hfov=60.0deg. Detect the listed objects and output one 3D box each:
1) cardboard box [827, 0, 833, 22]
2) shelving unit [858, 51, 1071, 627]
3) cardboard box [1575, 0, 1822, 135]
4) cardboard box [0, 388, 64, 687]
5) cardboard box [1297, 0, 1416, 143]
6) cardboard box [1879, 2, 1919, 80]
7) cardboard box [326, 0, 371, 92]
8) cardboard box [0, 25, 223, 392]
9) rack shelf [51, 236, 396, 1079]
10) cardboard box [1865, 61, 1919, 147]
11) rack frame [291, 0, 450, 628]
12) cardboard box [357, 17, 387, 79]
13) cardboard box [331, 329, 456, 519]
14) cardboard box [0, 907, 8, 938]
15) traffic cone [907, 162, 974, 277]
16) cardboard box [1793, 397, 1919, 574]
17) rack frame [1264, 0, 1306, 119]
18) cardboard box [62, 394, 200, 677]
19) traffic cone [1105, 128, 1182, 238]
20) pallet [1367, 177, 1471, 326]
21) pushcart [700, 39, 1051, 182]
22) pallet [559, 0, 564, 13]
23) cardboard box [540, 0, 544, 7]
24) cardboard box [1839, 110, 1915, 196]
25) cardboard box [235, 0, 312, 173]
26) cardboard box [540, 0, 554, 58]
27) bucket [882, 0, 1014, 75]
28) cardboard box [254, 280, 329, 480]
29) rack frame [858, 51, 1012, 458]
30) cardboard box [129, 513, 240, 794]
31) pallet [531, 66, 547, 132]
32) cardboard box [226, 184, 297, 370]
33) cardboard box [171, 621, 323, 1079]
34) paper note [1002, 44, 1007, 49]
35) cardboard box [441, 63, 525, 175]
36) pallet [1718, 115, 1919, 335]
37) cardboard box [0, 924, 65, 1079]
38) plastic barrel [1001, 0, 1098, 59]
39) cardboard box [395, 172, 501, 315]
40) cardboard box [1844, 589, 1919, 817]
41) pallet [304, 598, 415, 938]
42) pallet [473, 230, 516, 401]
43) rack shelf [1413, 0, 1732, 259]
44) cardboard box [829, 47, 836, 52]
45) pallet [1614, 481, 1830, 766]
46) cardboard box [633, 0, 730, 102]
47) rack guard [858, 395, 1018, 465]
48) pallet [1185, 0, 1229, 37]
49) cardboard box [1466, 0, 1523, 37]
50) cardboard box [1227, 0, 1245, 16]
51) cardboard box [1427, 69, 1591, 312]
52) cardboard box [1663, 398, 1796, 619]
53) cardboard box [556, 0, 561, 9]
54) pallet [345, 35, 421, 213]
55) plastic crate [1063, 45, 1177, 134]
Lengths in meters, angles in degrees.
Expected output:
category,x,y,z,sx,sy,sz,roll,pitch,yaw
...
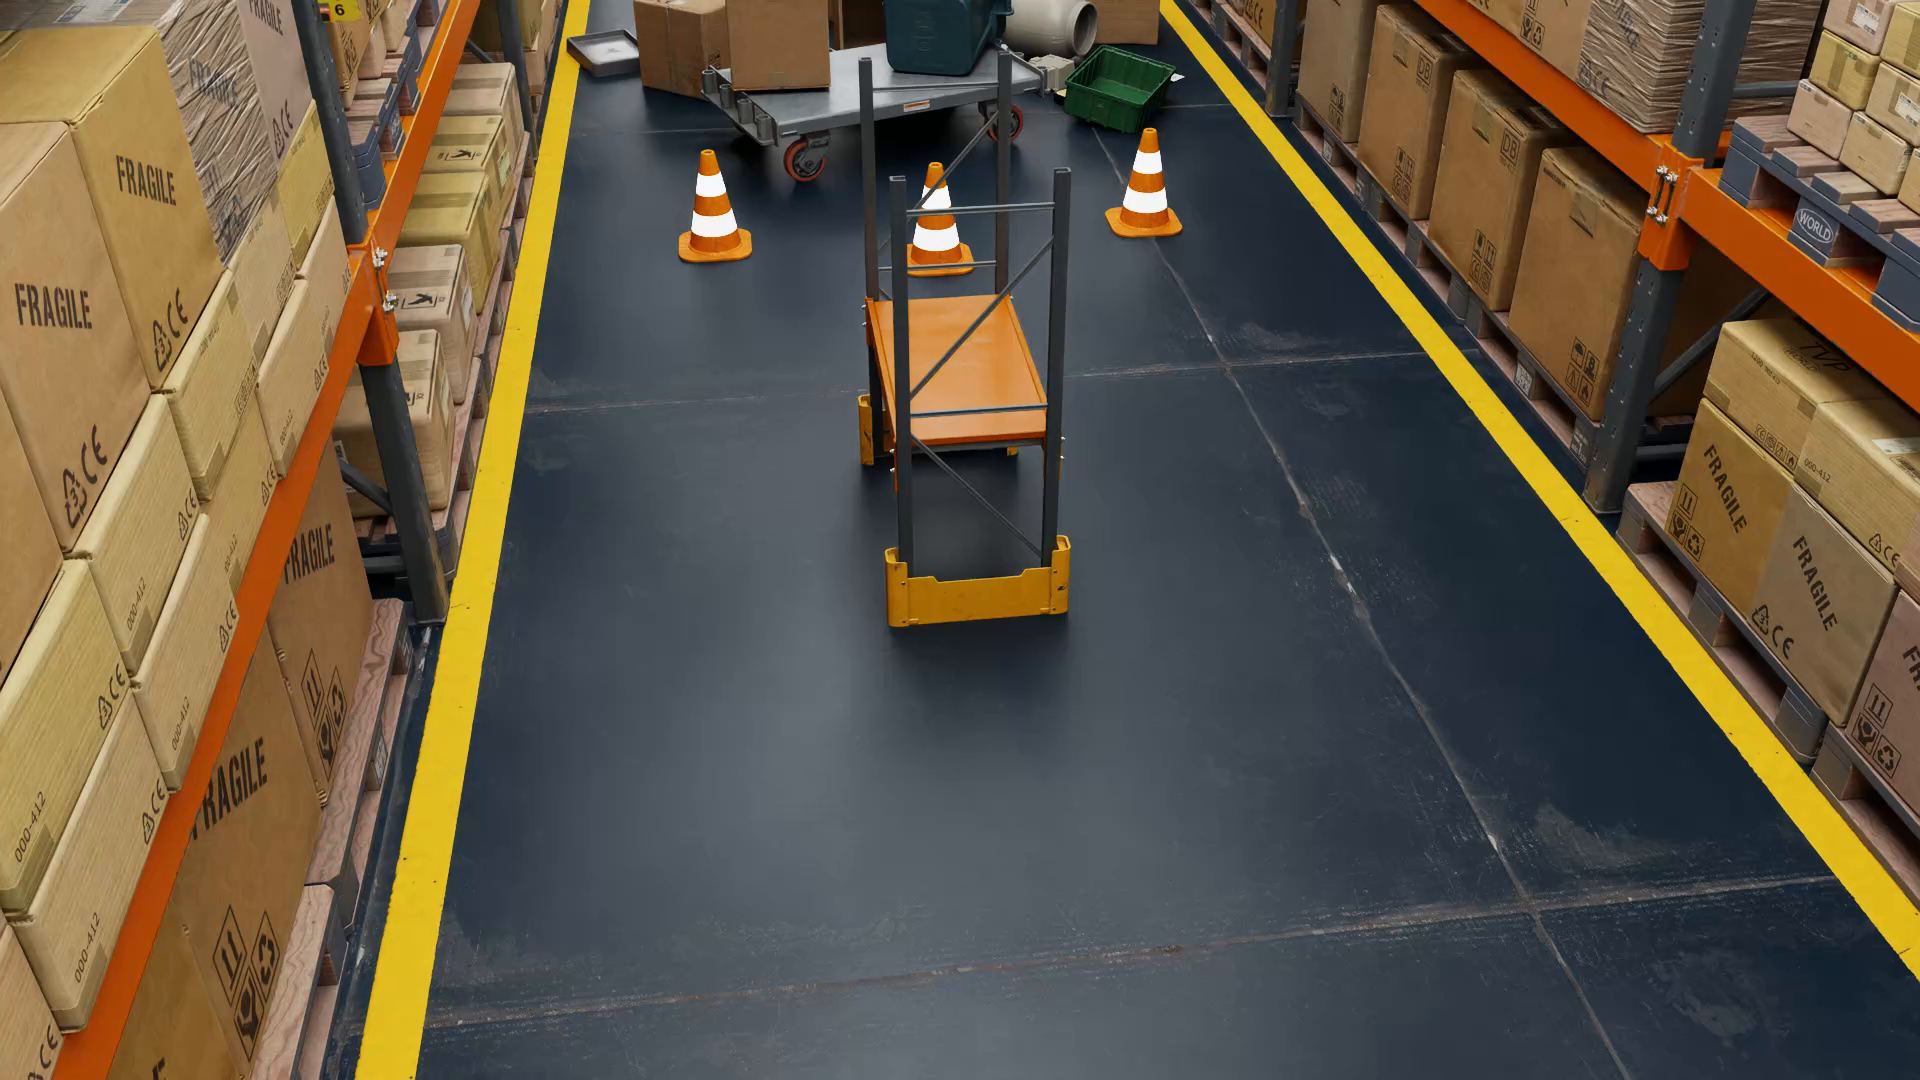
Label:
category,x,y,z,sx,sy,sz,roll,pitch,yaw
cardboard box,-0.489,-3.607,10.596,0.637,0.503,0.797,27,43,34
shelving unit,-0.010,-0.662,5.390,0.587,1.500,1.083,-4,35,-6
cardboard box,2.407,-1.667,5.443,0.500,0.500,0.500,-4,35,-6
cardboard box,-1.555,-0.015,2.131,0.500,0.500,0.500,-5,35,-8
cardboard box,2.369,-2.531,8.425,1.050,0.750,0.750,-5,35,-7
cardboard box,2.643,-1.287,4.298,0.380,0.149,0.250,-5,35,-8
cardboard box,-1.989,-1.569,4.663,0.500,0.500,0.500,-5,35,-8
cardboard box,-1.691,-0.585,2.969,0.500,0.500,0.500,-4,35,-6
rack shelf,-1.889,0.450,3.064,1.077,0.370,4.000,-4,35,-6
cardboard box,2.639,-1.151,4.361,0.380,0.149,0.250,-3,34,-4
rack frame,-2.158,-0.963,4.499,1.000,3.000,0.127,-4,35,-6
cardboard box,-2.013,-1.545,5.203,0.380,0.149,0.250,-7,35,-9
cardboard box,-2.224,-0.367,5.585,0.950,0.372,0.625,-7,35,-10
cardboard box,-1.497,0.569,1.941,0.500,0.250,0.500,-4,34,-6
traffic cone,-0.112,-1.475,7.503,0.336,0.463,0.334,-4,35,-6
cardboard box,2.655,-0.159,4.500,0.500,0.250,0.500,-5,35,-7
rack frame,2.196,-3.626,8.408,1.000,3.000,0.127,-4,35,-6
cardboard box,-1.609,0.003,2.771,0.500,0.250,0.500,-5,35,-8
traffic cone,0.880,-1.715,7.856,0.336,0.463,0.334,-4,35,-6
pallet,2.542,-1.367,7.568,1.003,0.211,1.213,-4,35,-6
pushcart,-0.443,-2.312,8.808,1.648,0.377,0.936,-16,38,-23
pallet,-3.149,-3.776,11.104,1.003,0.211,1.213,-4,35,-6
cardboard box,-2.591,-3.190,9.170,0.500,0.500,0.500,-3,34,-4
cardboard box,2.630,-1.049,4.476,0.380,0.149,0.250,-3,34,-4
cardboard box,-1.829,-1.149,3.795,0.500,0.500,0.500,-5,35,-8
cardboard box,-2.590,-2.879,9.380,0.500,0.250,0.500,-3,34,-4
bucket,-0.107,-2.803,8.757,0.726,0.611,0.620,7,45,10
cardboard box,-1.748,-0.355,3.740,0.500,0.250,0.500,-4,34,-6
rack frame,-0.080,-0.951,5.814,0.500,1.500,0.032,-4,35,-6
cardboard box,-1.600,0.210,2.911,0.500,0.250,0.500,-5,35,-7
pallet,-2.821,-2.415,9.106,1.003,0.211,1.213,-4,35,-6
cardboard box,-1.768,-0.571,3.613,0.500,0.250,0.500,-5,35,-8
cardboard box,-2.031,0.631,3.674,0.875,0.875,0.875,-4,34,-6
paper note,0.200,-3.015,10.155,0.172,0.023,0.155,7,35,10
cardboard box,-2.623,-1.990,7.967,0.950,0.372,0.625,-4,34,-6
pallet,2.935,-0.925,4.615,1.213,0.211,1.003,-4,35,-6
cardboard box,-1.488,0.777,2.079,0.500,0.250,0.500,-5,35,-8
plastic barrel,0.523,-3.079,9.892,0.512,0.421,0.421,20,39,26
cardboard box,-2.427,-1.201,6.810,0.950,0.372,0.625,-3,34,-5
cardboard box,2.721,0.446,4.279,0.500,0.500,0.500,-5,35,-8
pallet,-2.126,0.635,4.631,1.003,0.211,1.213,-4,35,-6
pallet,-2.422,-0.926,6.922,1.003,0.211,1.213,-4,35,-6
rack shelf,2.465,-2.213,6.973,1.077,0.370,4.000,-4,35,-6
cardboard box,-0.678,-2.682,9.450,0.396,0.266,0.258,27,43,34
pallet,2.838,0.194,5.278,1.003,0.211,1.213,-4,35,-6
cardboard box,-1.491,-2.864,9.507,0.500,0.500,0.500,20,39,26
rack guard,-0.077,-0.424,6.150,0.587,0.250,0.087,-4,35,-6
pallet,2.004,-3.587,10.826,1.003,0.211,1.213,-4,35,-6
cardboard box,2.274,-2.224,6.261,0.500,0.500,0.500,-5,35,-7
cardboard box,2.056,-3.781,10.148,0.875,0.875,0.875,-4,34,-6
cardboard box,2.620,-1.472,6.872,1.050,0.750,0.750,-4,34,-6
cardboard box,2.576,-0.121,5.110,0.500,0.500,0.500,-6,35,-8
cardboard box,-2.720,-3.453,10.221,0.500,0.250,0.500,-6,35,-8
pallet,-2.359,-1.273,5.125,1.213,0.211,1.003,-4,35,-6
plastic crate,0.874,-2.486,9.180,0.450,0.188,0.662,21,39,12
